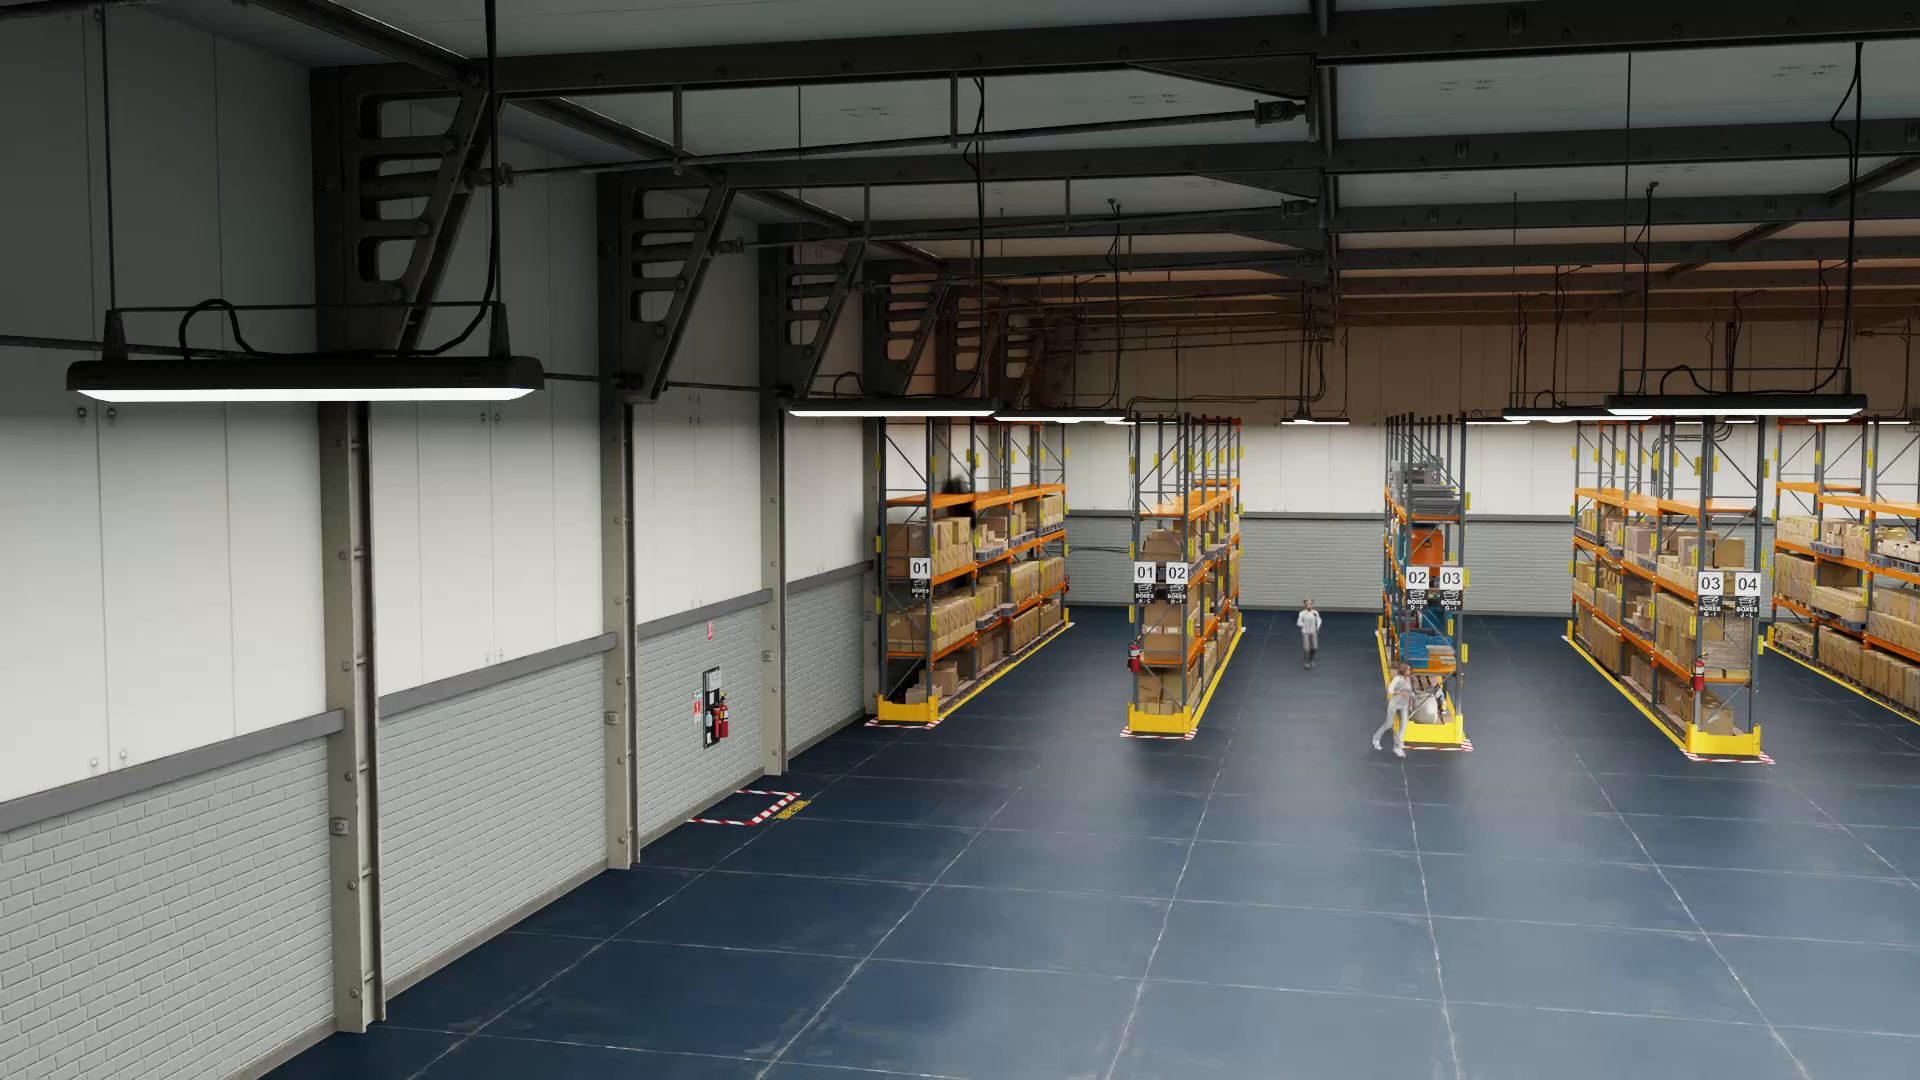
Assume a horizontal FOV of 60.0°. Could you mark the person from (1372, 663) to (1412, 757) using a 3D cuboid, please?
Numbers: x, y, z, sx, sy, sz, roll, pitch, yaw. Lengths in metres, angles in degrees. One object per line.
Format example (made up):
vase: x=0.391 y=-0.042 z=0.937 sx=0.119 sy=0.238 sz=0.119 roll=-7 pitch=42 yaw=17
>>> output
person: x=7.718 y=2.951 z=29.251 sx=0.564 sy=1.576 sz=0.819 roll=-2 pitch=4 yaw=-26

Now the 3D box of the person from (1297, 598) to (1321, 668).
person: x=8.310 y=2.212 z=39.463 sx=0.591 sy=1.656 sz=0.598 roll=0 pitch=4 yaw=3
